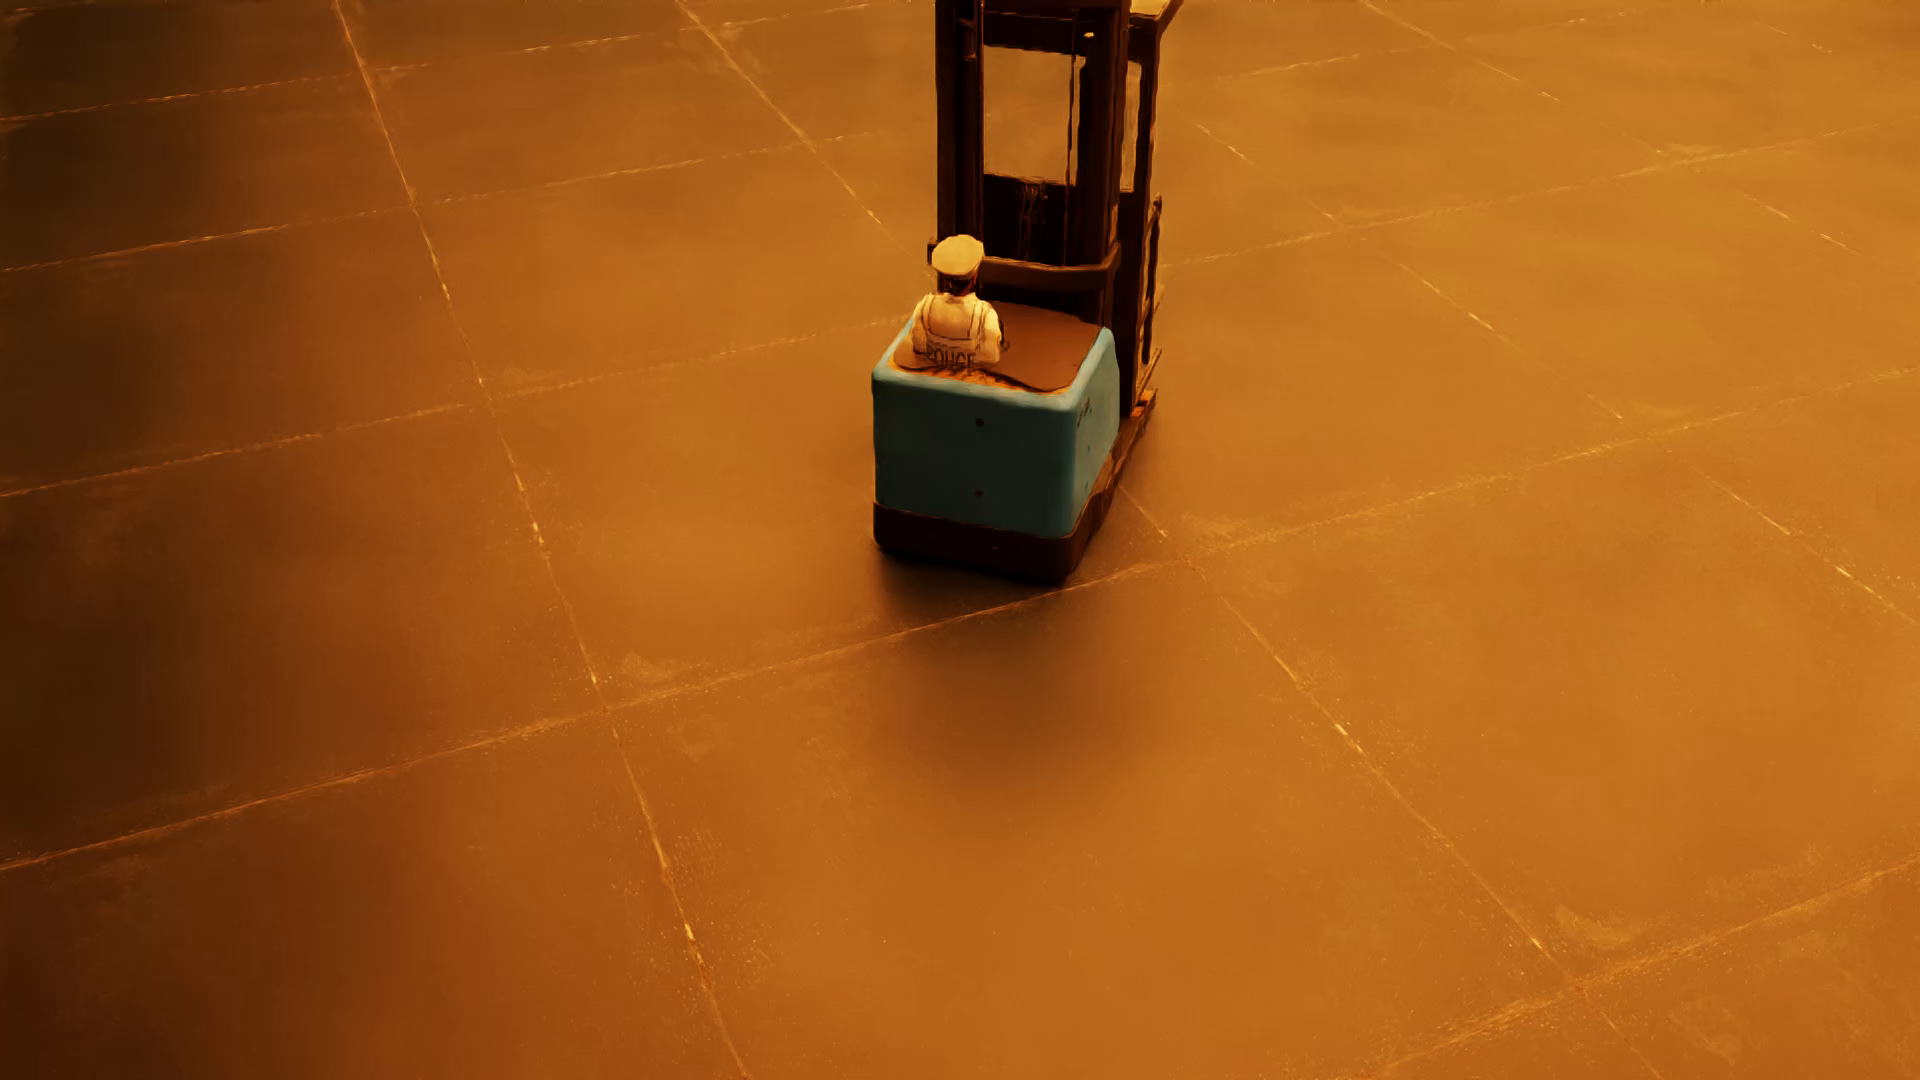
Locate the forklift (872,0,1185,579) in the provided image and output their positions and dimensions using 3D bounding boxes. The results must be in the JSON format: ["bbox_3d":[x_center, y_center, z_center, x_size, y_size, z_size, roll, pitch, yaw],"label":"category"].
[{"bbox_3d":[0.501,-1.856,8.709,1.130,2.935,3.031,11,37,15],"label":"forklift"}]

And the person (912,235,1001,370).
[{"bbox_3d":[0.022,-0.750,8.240,0.475,1.680,0.563,12,37,16],"label":"person"}]
